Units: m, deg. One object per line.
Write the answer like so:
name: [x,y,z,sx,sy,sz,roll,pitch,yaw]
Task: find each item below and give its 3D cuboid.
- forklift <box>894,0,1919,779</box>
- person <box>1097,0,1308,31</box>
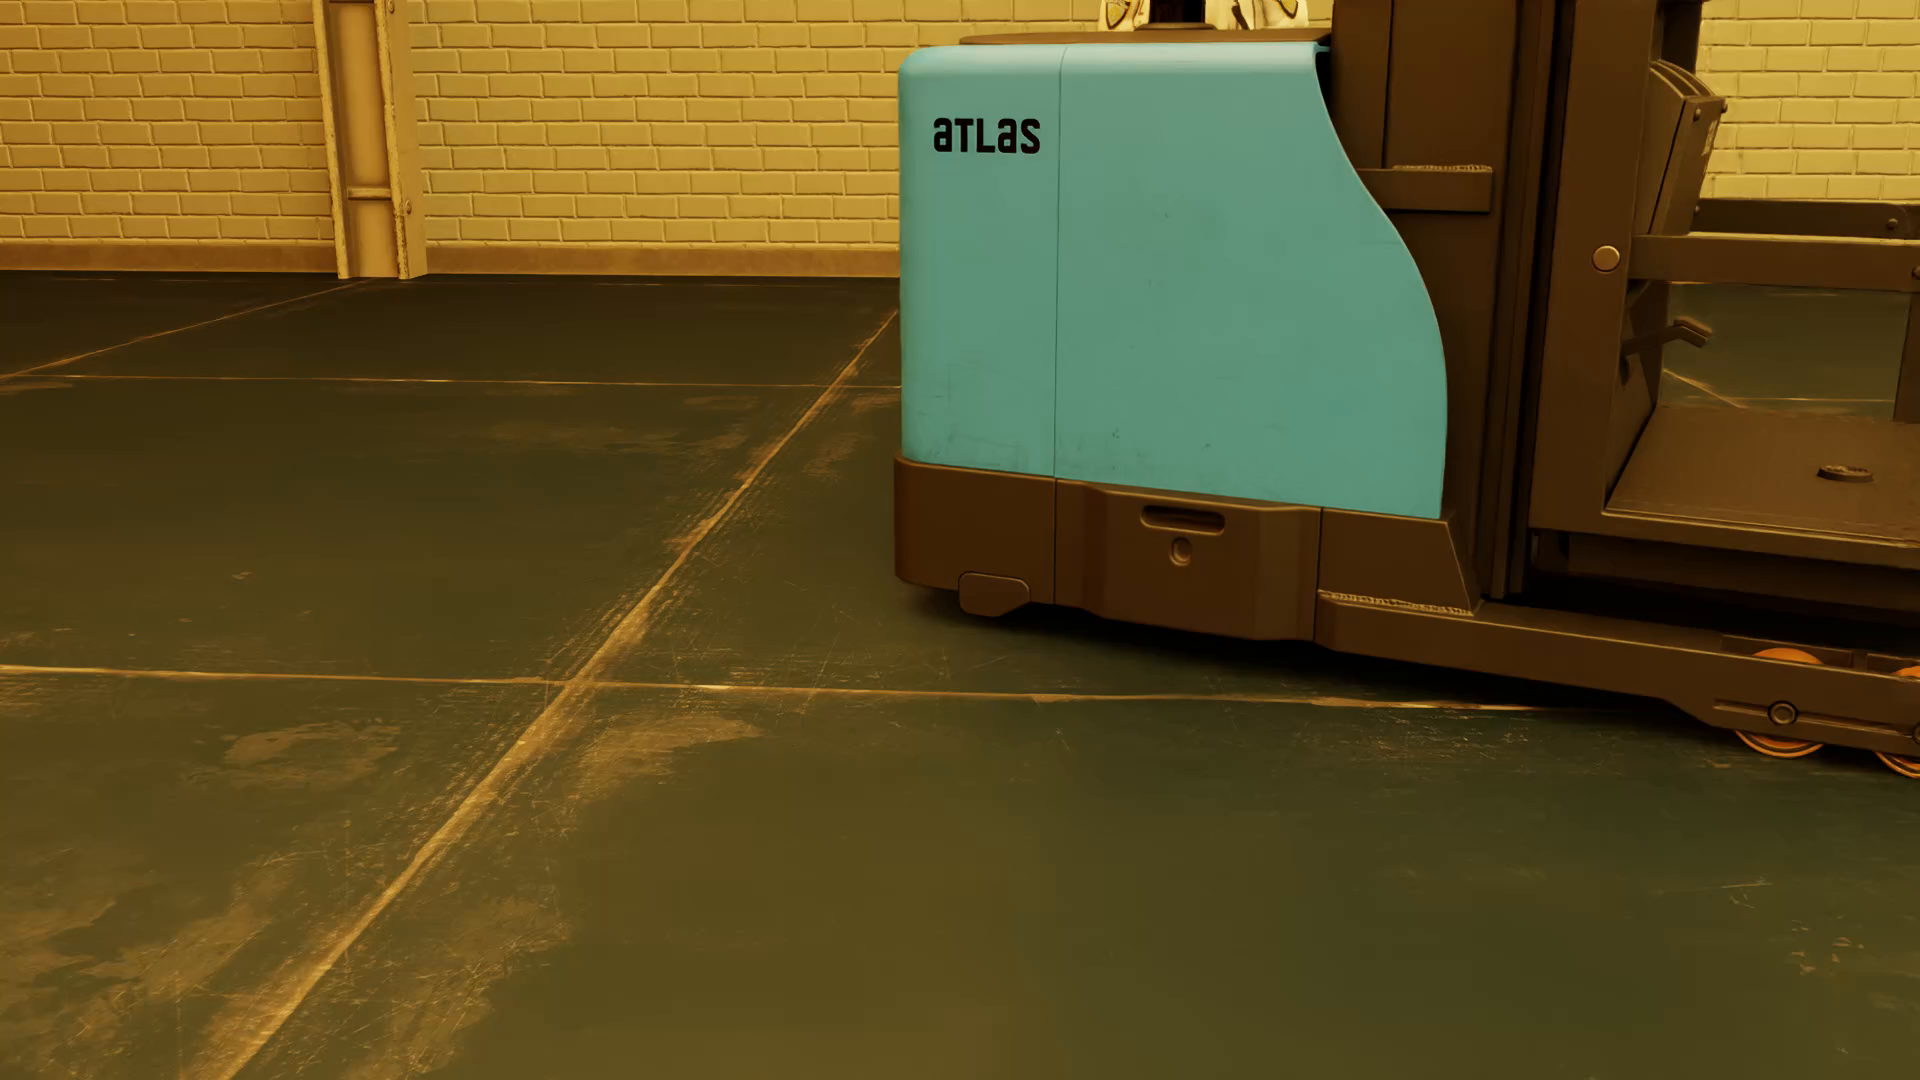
forklift: [1.425,-1.214,2.692,3.031,2.935,1.130,7,17,25]
person: [0.635,-0.967,4.262,0.700,1.634,0.391,2,15,7]
